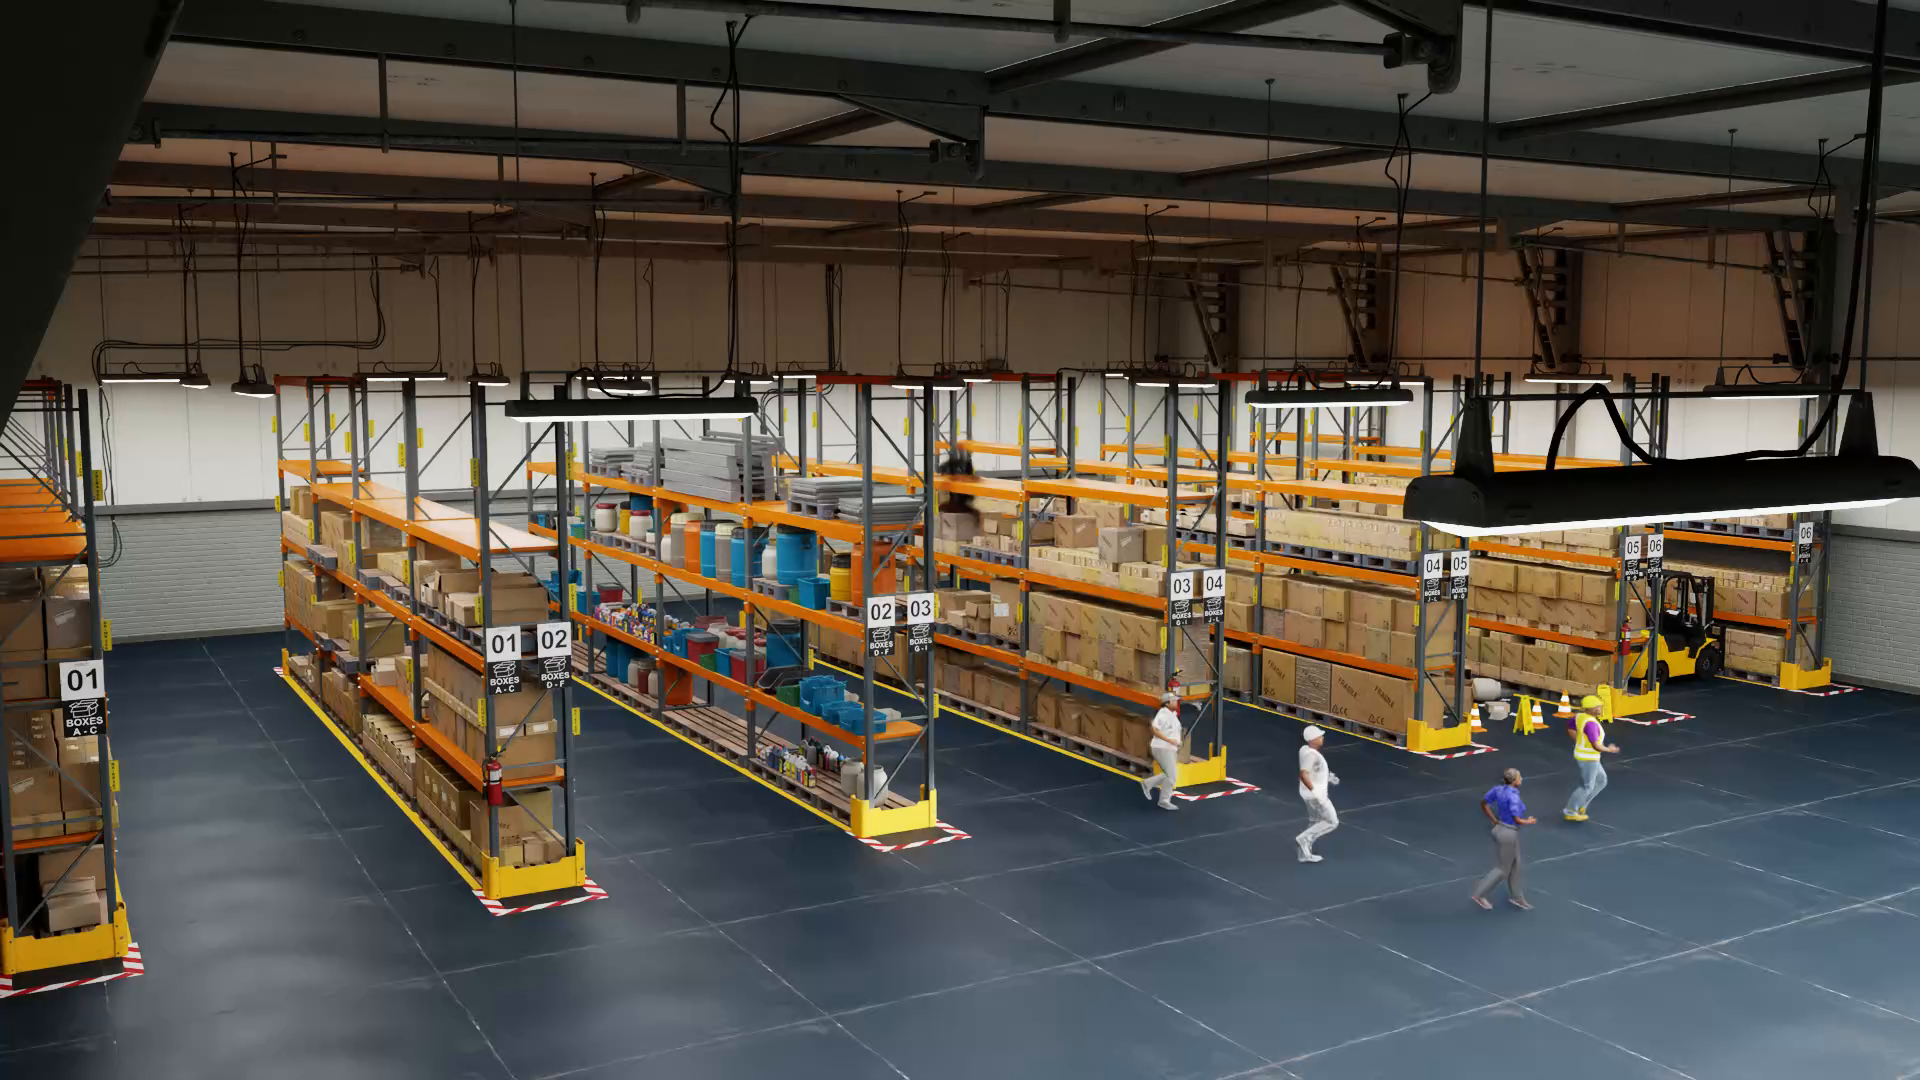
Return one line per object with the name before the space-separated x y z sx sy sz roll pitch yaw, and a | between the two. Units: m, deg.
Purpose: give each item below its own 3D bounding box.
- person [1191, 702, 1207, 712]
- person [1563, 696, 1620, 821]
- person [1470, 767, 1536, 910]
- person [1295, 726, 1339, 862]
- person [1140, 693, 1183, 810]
person | 4.054 2.145 30.070 0.696 1.825 0.950 -4 7 -32
person | 8.596 2.993 22.662 0.684 1.780 0.734 1 6 10
person | 6.217 3.435 19.021 0.809 1.703 0.596 -1 6 -5
person | 4.487 3.186 20.868 0.581 1.733 0.692 0 6 0
person | 2.879 2.966 23.597 0.596 1.621 0.642 3 7 27
